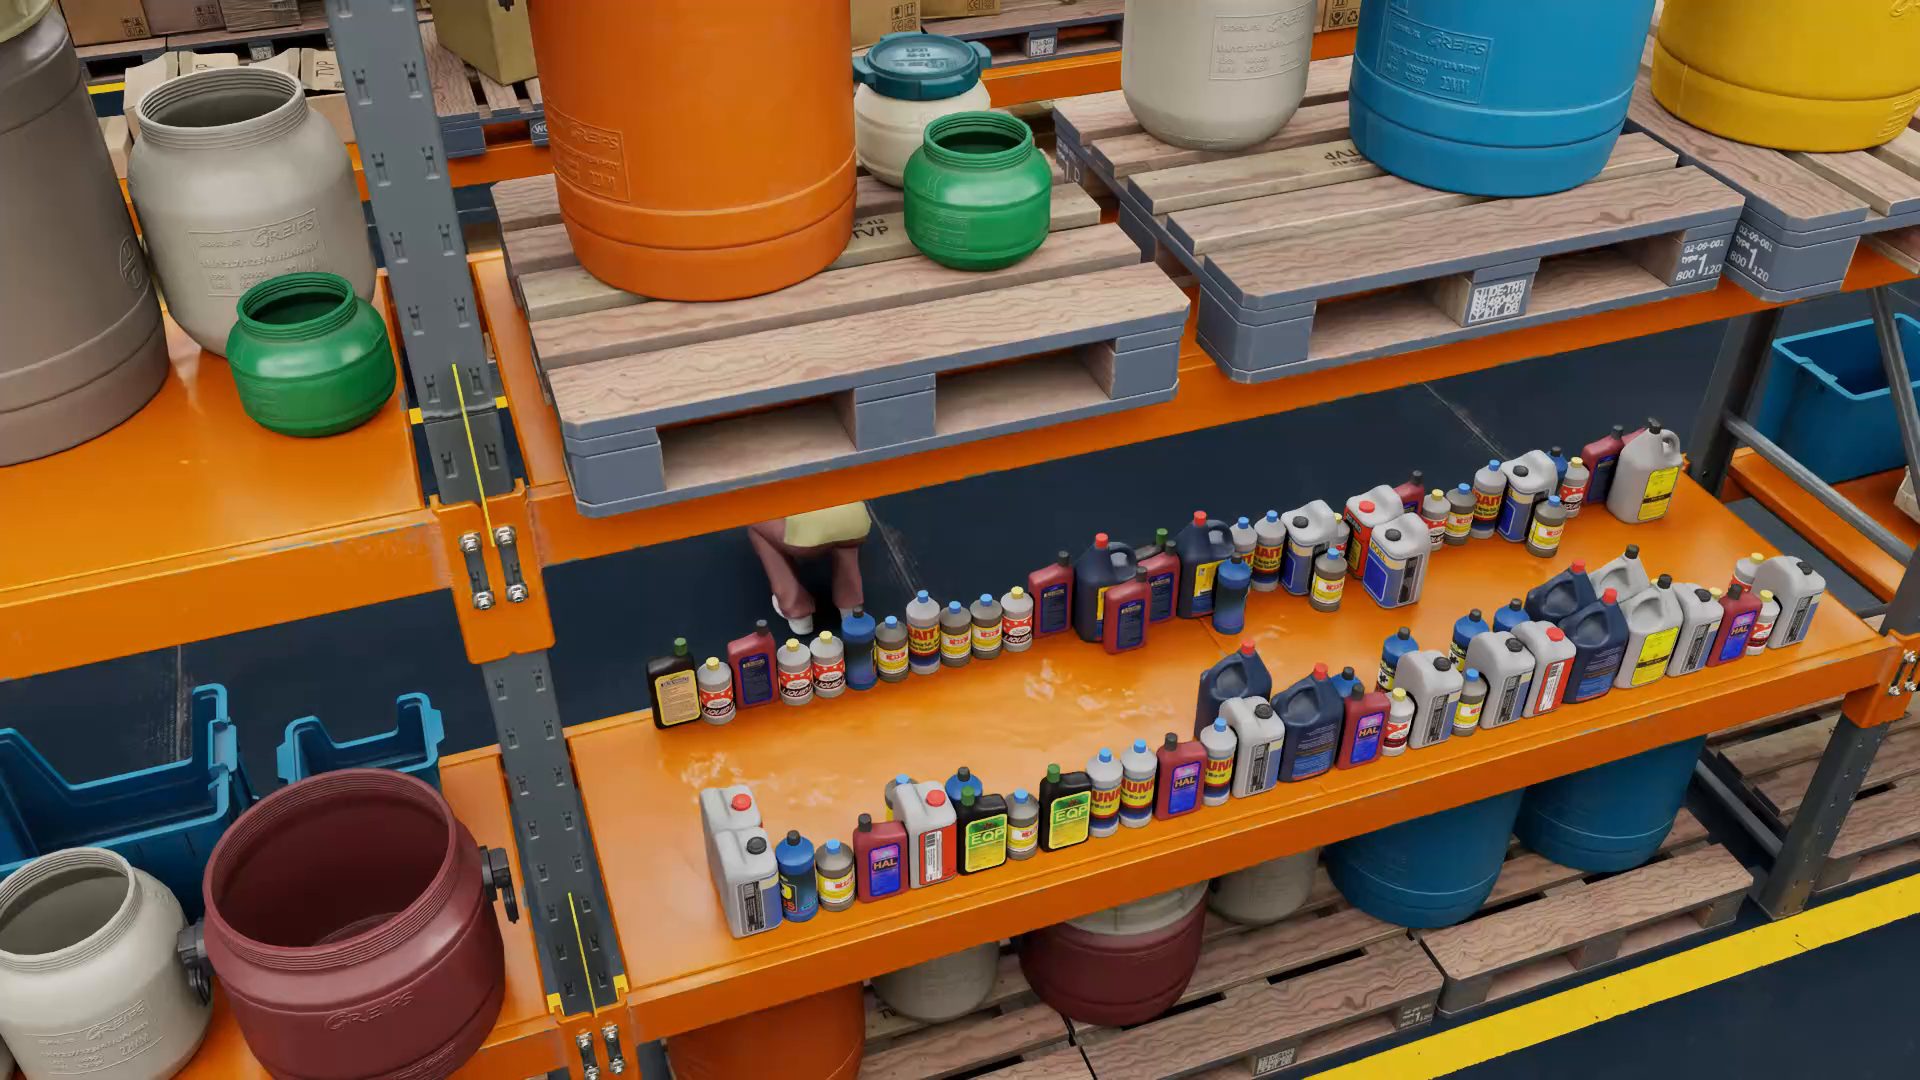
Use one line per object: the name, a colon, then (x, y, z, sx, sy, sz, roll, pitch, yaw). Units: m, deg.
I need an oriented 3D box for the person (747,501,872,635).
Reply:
person: (-0.661, -0.052, 7.033, 0.465, 0.717, 0.866, -14, 40, -17)
